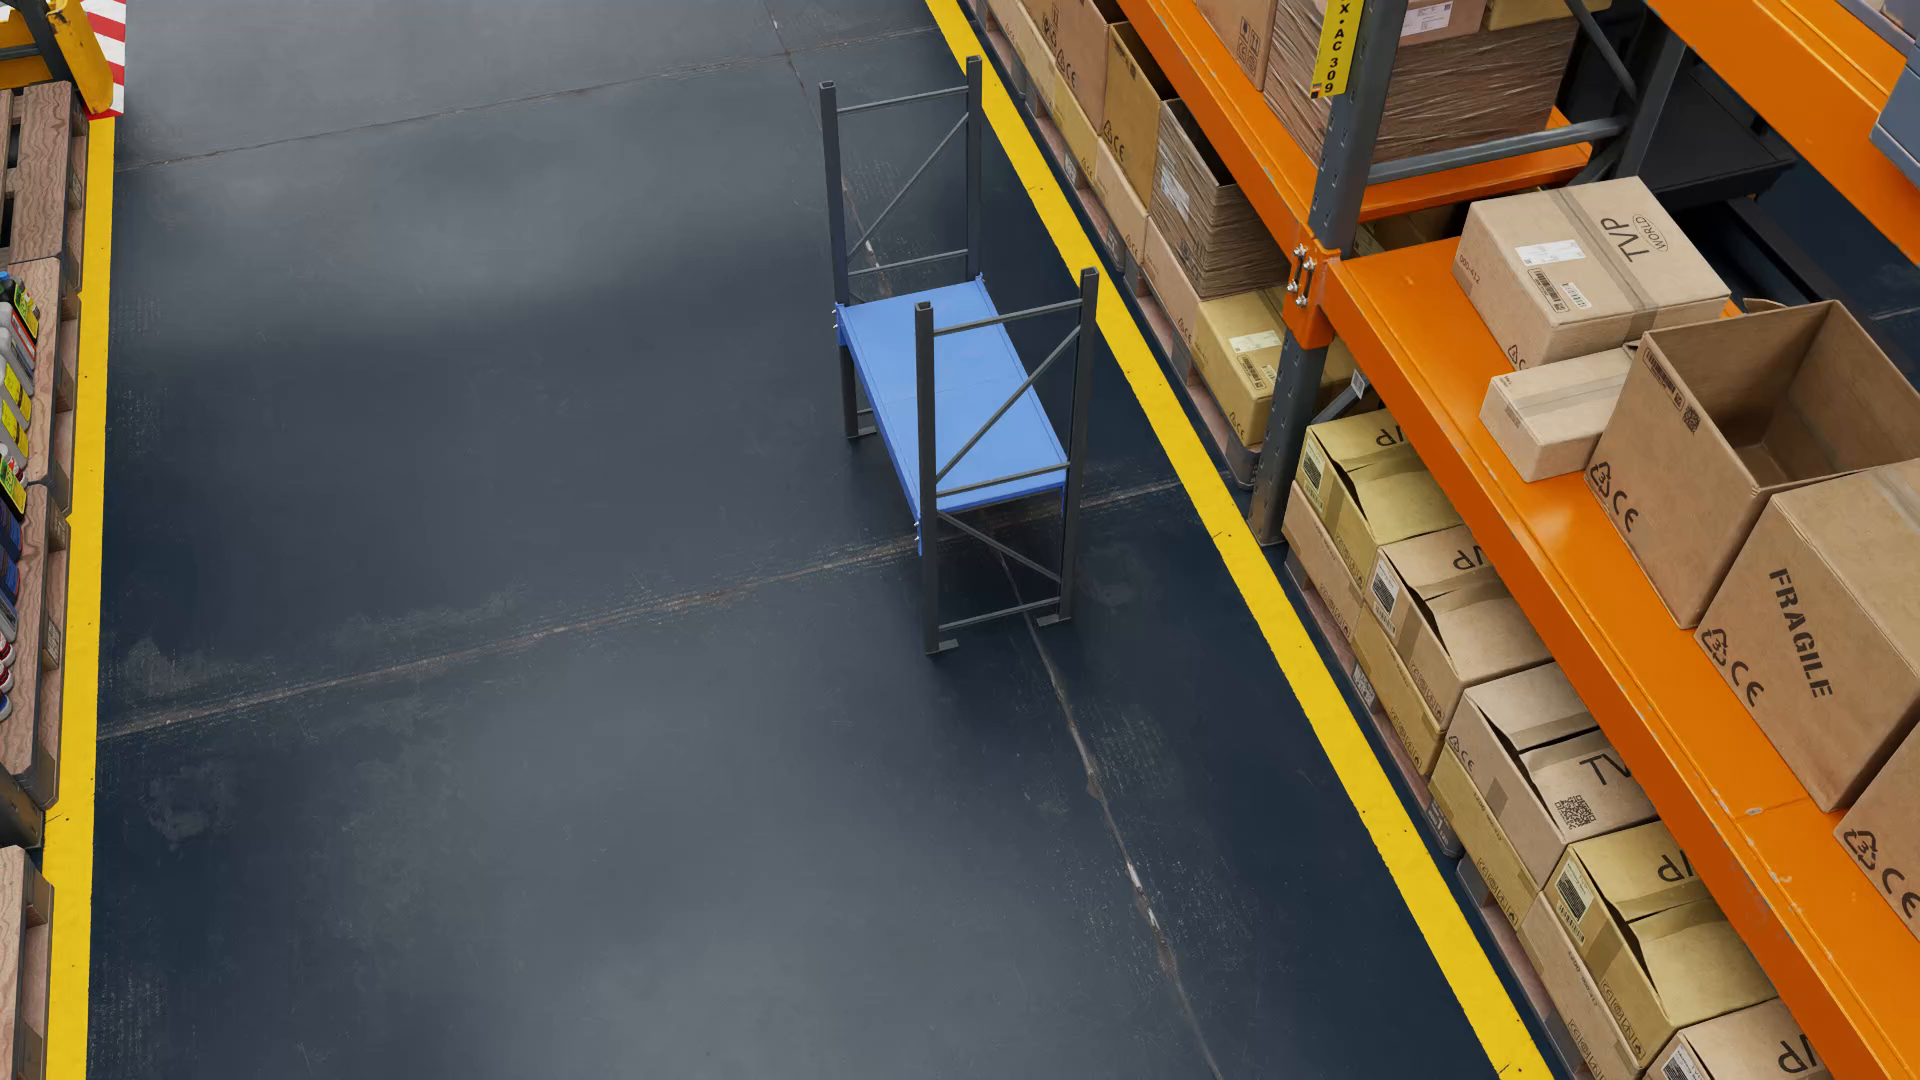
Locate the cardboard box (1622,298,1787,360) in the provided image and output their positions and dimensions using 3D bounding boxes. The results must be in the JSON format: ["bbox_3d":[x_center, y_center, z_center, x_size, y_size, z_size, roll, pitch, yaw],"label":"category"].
[{"bbox_3d":[1.929,-0.450,4.255,0.396,0.266,0.258,-14,51,-12],"label":"cardboard box"}]

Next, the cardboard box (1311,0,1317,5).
[{"bbox_3d":[1.137,-1.666,4.703,0.380,0.149,0.250,-14,51,-12],"label":"cardboard box"}]

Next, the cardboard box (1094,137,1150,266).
[{"bbox_3d":[0.847,-1.361,6.460,0.500,0.250,0.500,-13,51,-11],"label":"cardboard box"}]

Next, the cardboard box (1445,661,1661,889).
[{"bbox_3d":[1.675,0.579,4.457,0.500,0.311,0.500,-15,51,-12],"label":"cardboard box"}]

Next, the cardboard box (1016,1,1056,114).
[{"bbox_3d":[0.555,-2.093,7.076,0.500,0.250,0.500,-13,51,-11],"label":"cardboard box"}]

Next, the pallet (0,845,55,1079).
[{"bbox_3d":[-2.970,1.487,4.358,1.003,0.211,1.213,-13,51,-11],"label":"pallet"}]

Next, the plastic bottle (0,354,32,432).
[{"bbox_3d":[-3.318,-0.532,5.682,0.144,0.351,0.185,-11,51,-9],"label":"plastic bottle"}]

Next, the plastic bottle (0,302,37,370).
[{"bbox_3d":[-3.412,-0.729,5.897,0.152,0.276,0.135,-13,51,-11],"label":"plastic bottle"}]

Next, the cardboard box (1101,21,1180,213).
[{"bbox_3d":[0.859,-1.606,6.175,0.500,0.500,0.500,-13,51,-11],"label":"cardboard box"}]

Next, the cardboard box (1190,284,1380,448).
[{"bbox_3d":[1.147,-0.632,5.845,0.500,0.250,0.500,-13,51,-11],"label":"cardboard box"}]

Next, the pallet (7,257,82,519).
[{"bbox_3d":[-3.763,-0.470,6.008,1.003,0.211,1.213,-13,51,-11],"label":"pallet"}]

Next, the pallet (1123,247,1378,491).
[{"bbox_3d":[1.298,-0.785,6.274,1.003,0.211,1.213,-13,51,-11],"label":"pallet"}]

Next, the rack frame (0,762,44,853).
[{"bbox_3d":[-3.240,0.023,3.768,1.000,3.000,0.127,-13,51,-11],"label":"rack frame"}]

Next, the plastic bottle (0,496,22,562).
[{"bbox_3d":[-3.138,-0.086,5.305,0.144,0.351,0.185,-15,52,-13],"label":"plastic bottle"}]

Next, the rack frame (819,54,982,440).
[{"bbox_3d":[-0.176,-0.917,5.542,0.500,1.500,0.032,-13,51,-11],"label":"rack frame"}]

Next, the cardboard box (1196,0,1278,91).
[{"bbox_3d":[1.194,-1.832,5.268,0.700,0.500,0.500,-14,51,-11],"label":"cardboard box"}]

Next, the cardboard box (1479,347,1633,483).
[{"bbox_3d":[1.560,-0.319,4.222,0.380,0.149,0.250,-13,51,-11],"label":"cardboard box"}]

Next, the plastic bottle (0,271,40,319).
[{"bbox_3d":[-3.461,-0.896,6.086,0.097,0.201,0.097,0,50,0],"label":"plastic bottle"}]

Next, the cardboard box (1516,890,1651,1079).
[{"bbox_3d":[1.831,1.131,4.359,0.500,0.250,0.500,-12,51,-10],"label":"cardboard box"}]

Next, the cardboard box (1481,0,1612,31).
[{"bbox_3d":[1.599,-1.575,4.626,0.380,0.149,0.250,-13,51,-11],"label":"cardboard box"}]

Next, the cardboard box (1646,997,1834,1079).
[{"bbox_3d":[1.980,1.324,3.829,0.500,0.311,0.500,-14,51,-11],"label":"cardboard box"}]

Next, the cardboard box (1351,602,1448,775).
[{"bbox_3d":[1.526,0.381,4.990,0.500,0.250,0.500,-12,51,-10],"label":"cardboard box"}]

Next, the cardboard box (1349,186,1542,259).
[{"bbox_3d":[1.655,-0.994,5.659,0.500,0.500,0.500,-13,51,-11],"label":"cardboard box"}]

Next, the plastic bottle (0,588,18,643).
[{"bbox_3d":[-3.037,0.198,5.115,0.152,0.276,0.135,-12,51,-10],"label":"plastic bottle"}]

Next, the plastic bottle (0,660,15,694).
[{"bbox_3d":[-2.945,0.378,5.012,0.097,0.201,0.097,0,50,0],"label":"plastic bottle"}]

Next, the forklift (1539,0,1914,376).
[{"bbox_3d":[2.644,-2.427,5.879,1.130,2.935,3.031,-14,51,-11],"label":"forklift"}]

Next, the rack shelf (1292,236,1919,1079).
[{"bbox_3d":[2.085,0.599,3.754,1.077,0.370,4.000,-13,51,-11],"label":"rack shelf"}]

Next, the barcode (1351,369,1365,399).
[{"bbox_3d":[1.171,-0.459,4.894,0.001,0.075,0.075,-13,51,-11],"label":"barcode"}]

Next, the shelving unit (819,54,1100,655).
[{"bbox_3d":[-0.025,-0.546,5.229,0.538,1.500,1.048,-13,51,-11],"label":"shelving unit"}]

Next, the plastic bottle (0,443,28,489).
[{"bbox_3d":[-3.199,-0.250,5.541,0.097,0.201,0.097,0,50,0],"label":"plastic bottle"}]

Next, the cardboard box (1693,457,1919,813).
[{"bbox_3d":[2.009,0.189,3.563,0.500,0.500,0.500,-13,51,-11],"label":"cardboard box"}]

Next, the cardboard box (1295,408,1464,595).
[{"bbox_3d":[1.378,-0.166,5.085,0.500,0.311,0.500,-13,51,-11],"label":"cardboard box"}]

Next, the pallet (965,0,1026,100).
[{"bbox_3d":[0.577,-2.567,7.776,1.003,0.211,1.213,-13,51,-11],"label":"pallet"}]

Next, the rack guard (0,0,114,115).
[{"bbox_3d":[-4.355,-2.047,7.149,1.175,0.500,0.348,-13,51,-11],"label":"rack guard"}]

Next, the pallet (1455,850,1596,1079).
[{"bbox_3d":[2.113,1.227,4.578,1.003,0.211,1.213,-13,51,-11],"label":"pallet"}]

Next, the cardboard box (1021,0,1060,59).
[{"bbox_3d":[0.566,-2.337,6.792,0.500,0.500,0.500,-13,51,-11],"label":"cardboard box"}]
